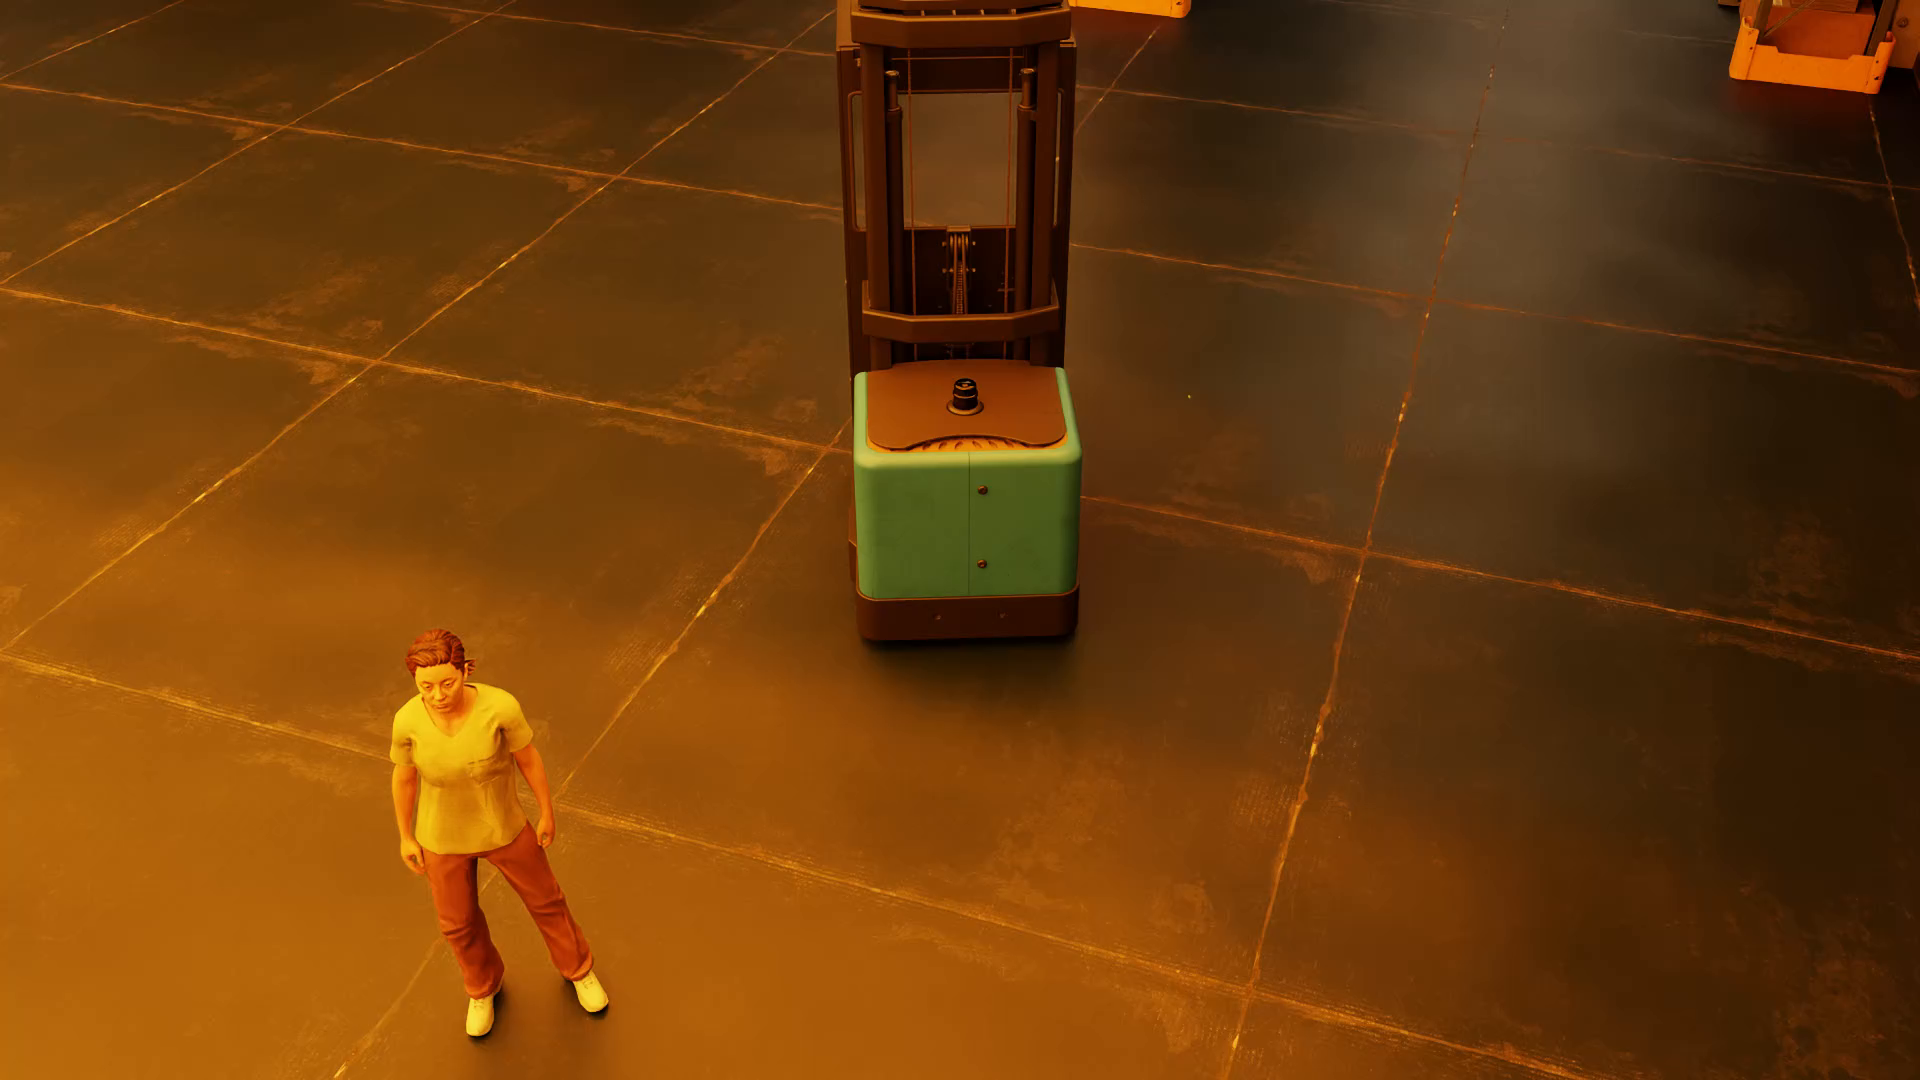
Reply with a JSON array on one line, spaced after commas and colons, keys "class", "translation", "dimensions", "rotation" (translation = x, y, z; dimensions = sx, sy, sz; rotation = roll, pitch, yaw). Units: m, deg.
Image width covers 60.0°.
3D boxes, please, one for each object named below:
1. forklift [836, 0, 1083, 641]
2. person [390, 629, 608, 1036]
[{"class": "forklift", "translation": [-0.029, -1.547, 8.293], "dimensions": [1.130, 2.935, 3.031], "rotation": [-2, 35, -2]}, {"class": "person", "translation": [-1.636, 1.009, 5.775], "dimensions": [0.593, 1.674, 0.400], "rotation": [-9, 36, -12]}]
